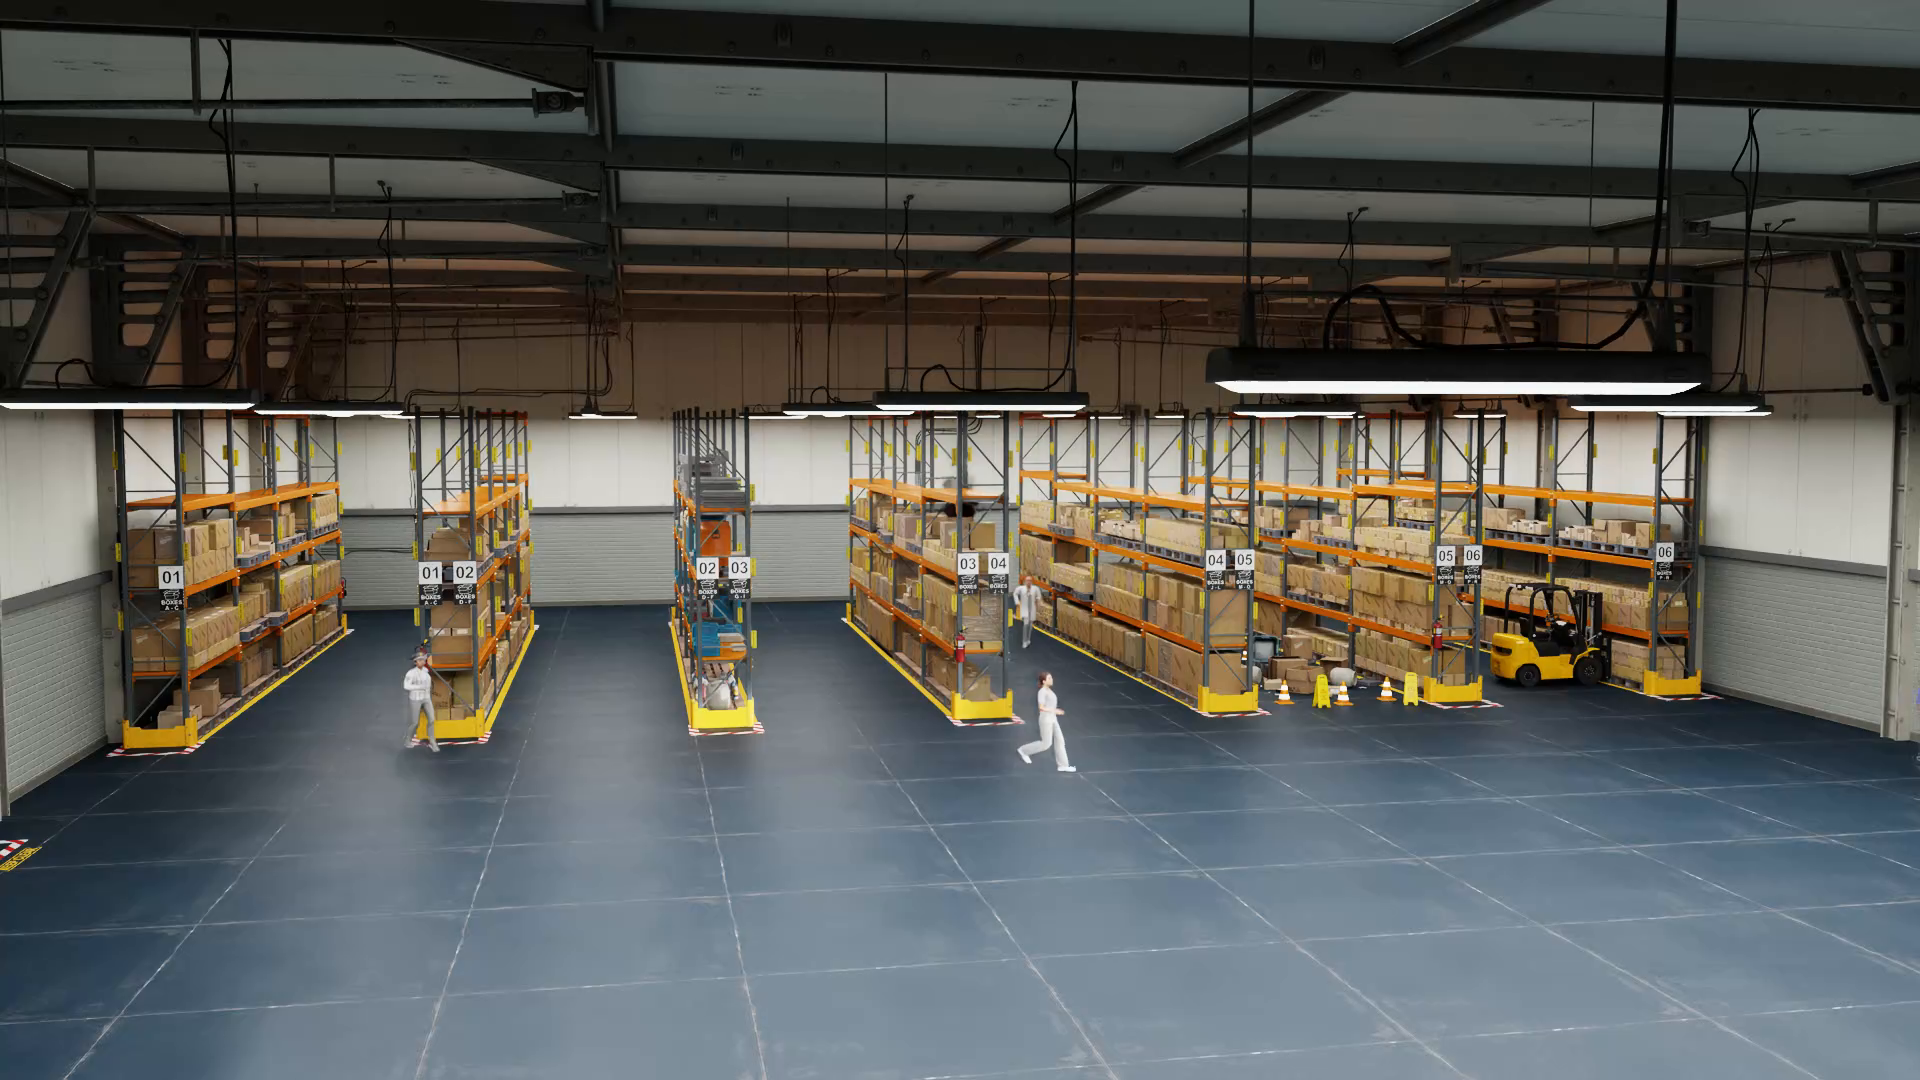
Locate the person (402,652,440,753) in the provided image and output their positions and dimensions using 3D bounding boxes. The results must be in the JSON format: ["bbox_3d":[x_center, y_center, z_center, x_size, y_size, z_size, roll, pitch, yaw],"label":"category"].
[{"bbox_3d":[-9.386,2.813,28.878,0.764,1.746,0.612,3,5,36],"label":"person"}]

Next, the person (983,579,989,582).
[{"bbox_3d":[0.666,1.534,47.323,0.702,1.655,0.687,-1,4,-7],"label":"person"}]

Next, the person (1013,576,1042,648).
[{"bbox_3d":[1.749,1.840,42.377,0.687,1.839,0.836,-1,4,-12],"label":"person"}]

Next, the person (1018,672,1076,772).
[{"bbox_3d":[1.435,2.962,27.186,0.970,1.633,0.584,1,4,18],"label":"person"}]
